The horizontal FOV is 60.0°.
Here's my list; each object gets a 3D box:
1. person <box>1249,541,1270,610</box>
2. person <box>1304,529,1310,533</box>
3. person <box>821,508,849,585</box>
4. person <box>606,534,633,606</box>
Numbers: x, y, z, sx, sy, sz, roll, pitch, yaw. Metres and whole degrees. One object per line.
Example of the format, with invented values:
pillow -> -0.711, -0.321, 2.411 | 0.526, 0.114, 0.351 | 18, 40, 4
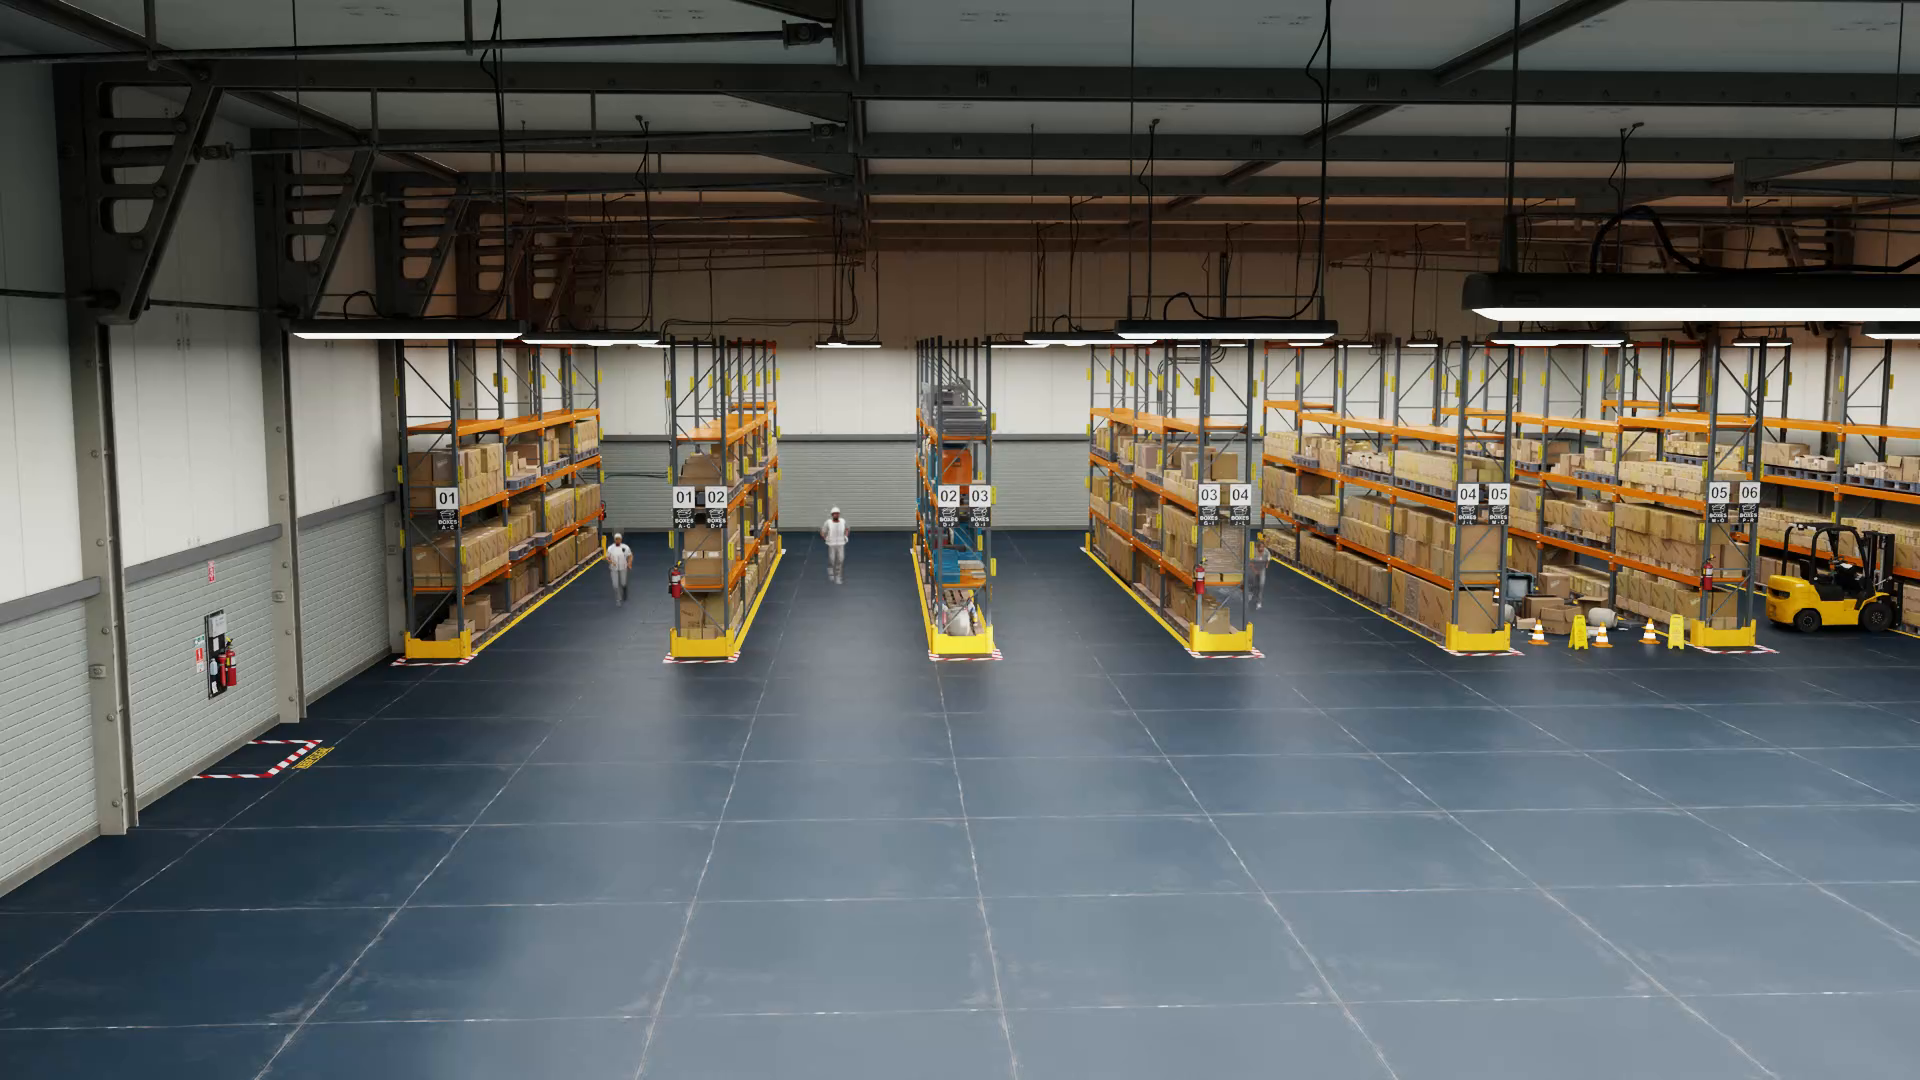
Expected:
person -> 6.647, 0.752, 37.316 | 0.571, 1.547, 0.916 | -1, 7, -10
person -> 10.313, -0.524, 48.859 | 0.638, 1.412, 0.867 | -5, 8, -37
person -> -2.912, 0.128, 39.052 | 0.683, 1.780, 0.849 | -2, 7, -15
person -> -7.667, 0.674, 37.411 | 0.599, 1.628, 0.539 | -1, 7, -9
